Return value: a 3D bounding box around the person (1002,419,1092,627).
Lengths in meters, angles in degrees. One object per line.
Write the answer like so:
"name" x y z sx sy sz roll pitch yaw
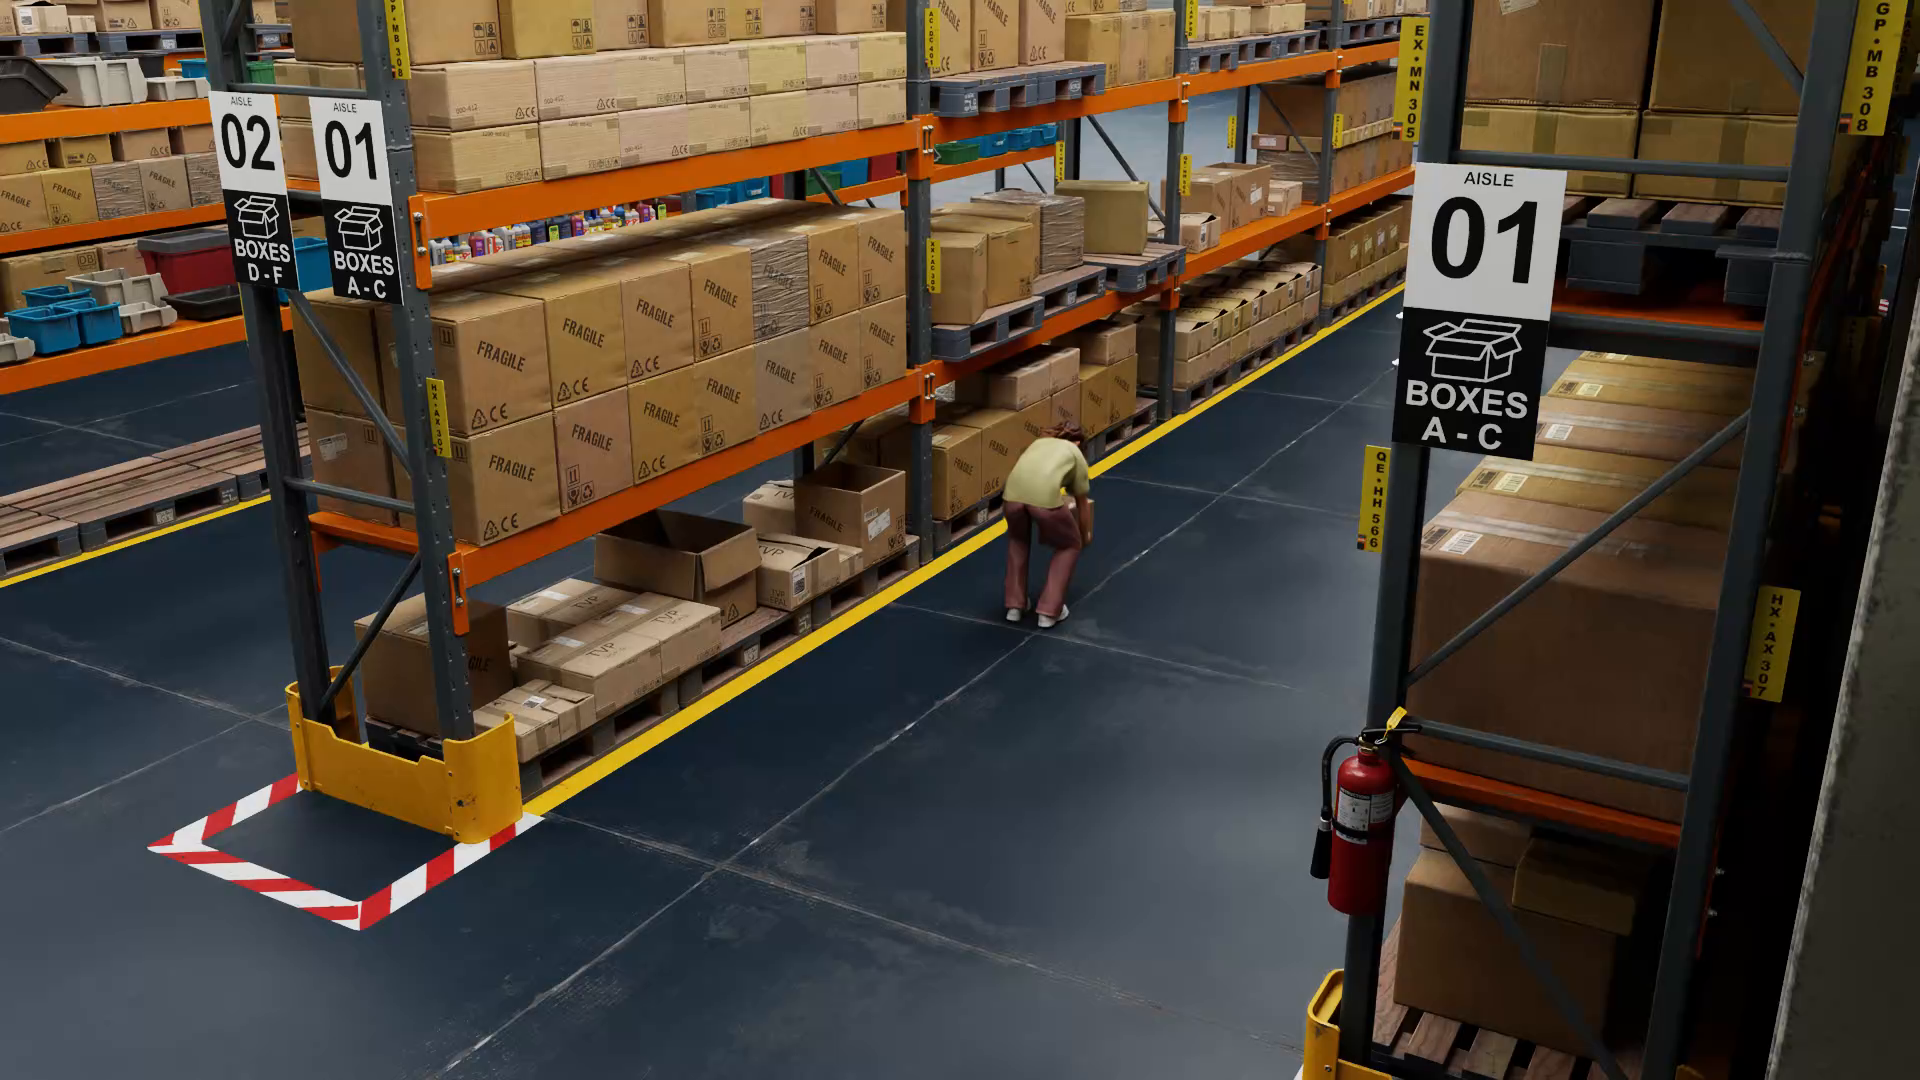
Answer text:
"person" 0.527 -0.115 9.861 0.453 1.105 0.860 8 21 22
